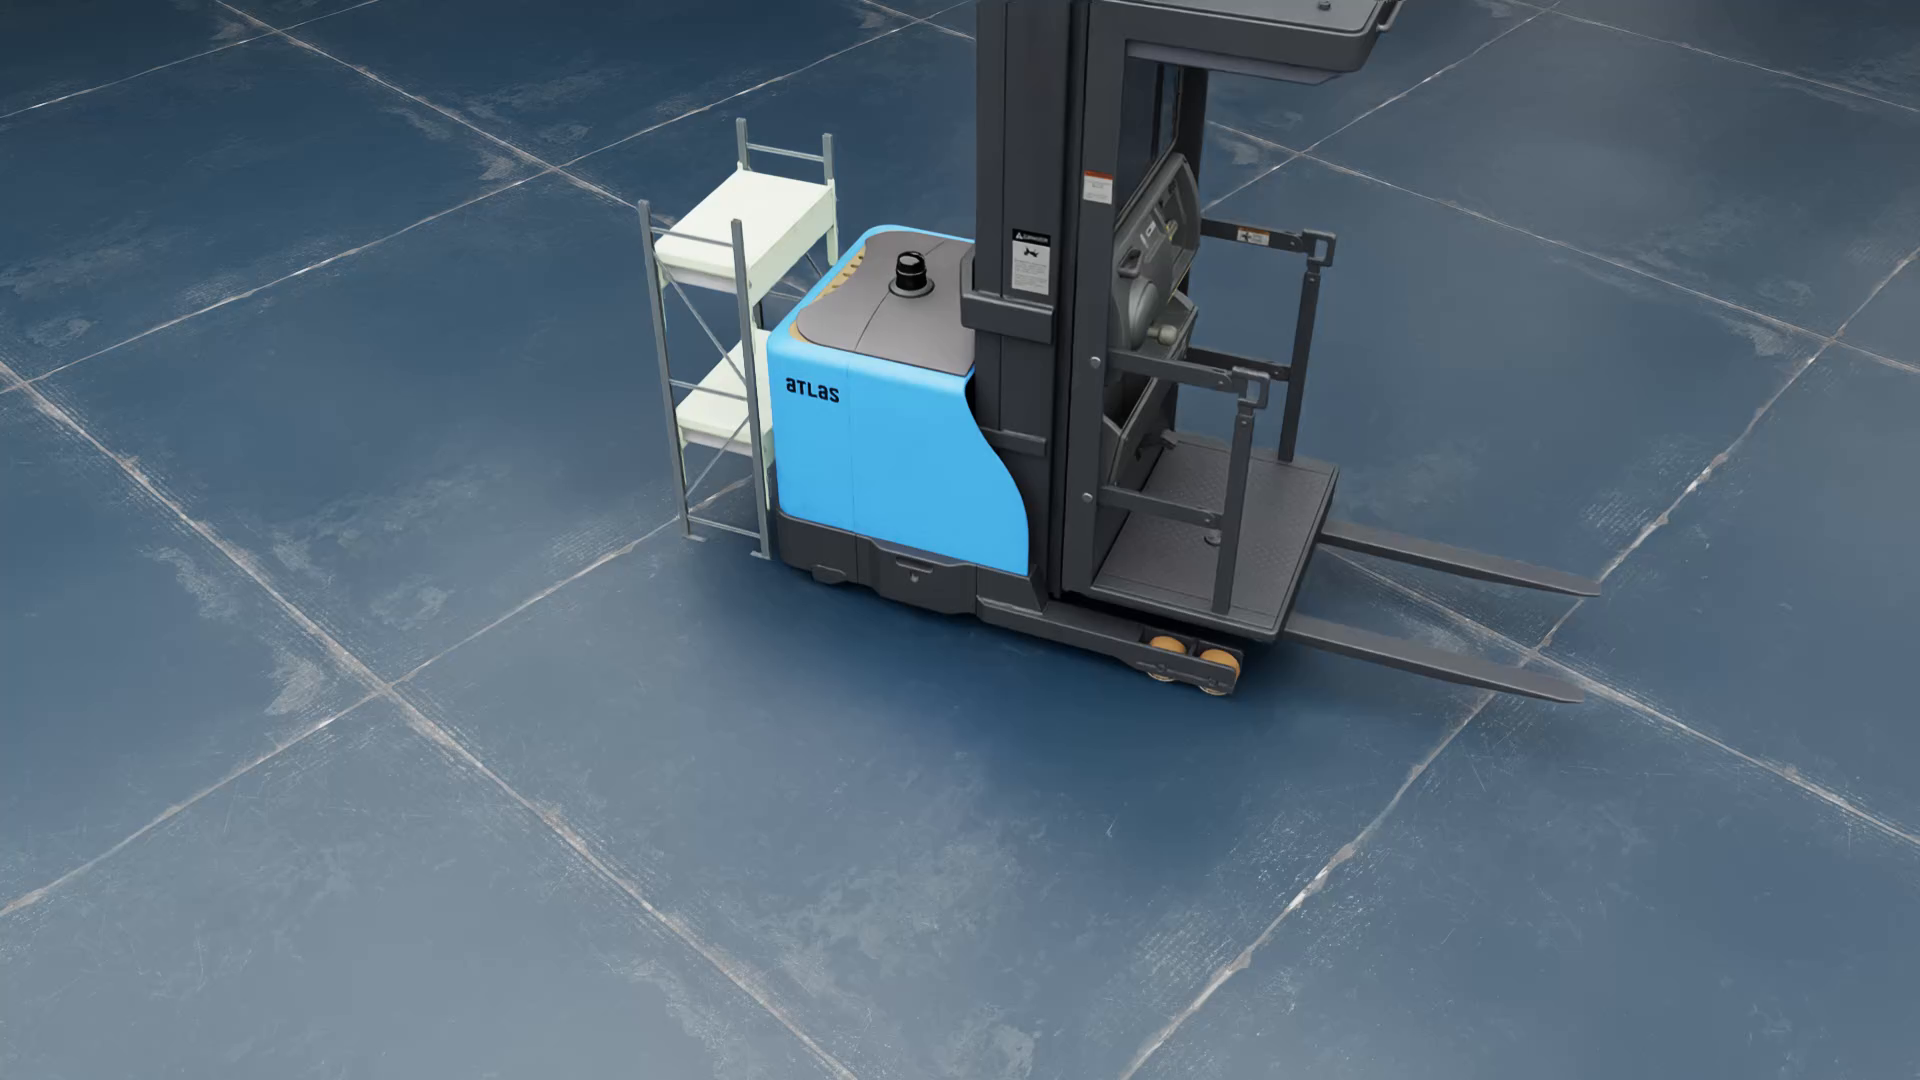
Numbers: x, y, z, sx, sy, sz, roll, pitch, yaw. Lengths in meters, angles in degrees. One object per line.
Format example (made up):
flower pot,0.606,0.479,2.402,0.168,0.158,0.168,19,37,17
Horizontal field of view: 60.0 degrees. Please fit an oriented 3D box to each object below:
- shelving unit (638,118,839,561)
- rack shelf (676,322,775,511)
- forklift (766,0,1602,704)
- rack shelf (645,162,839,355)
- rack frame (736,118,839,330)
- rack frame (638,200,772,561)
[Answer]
shelving unit,-0.805,-0.769,6.512,0.431,1.500,0.755,14,41,17
rack shelf,-0.805,-0.514,6.715,0.431,0.370,0.720,14,41,17
forklift,0.855,-0.961,5.603,3.031,2.935,1.130,14,41,17
rack shelf,-0.805,-1.074,6.269,0.431,0.370,0.720,14,41,17
rack frame,-0.668,-0.980,6.778,0.400,1.500,0.023,14,41,17
rack frame,-0.941,-0.558,6.246,0.400,1.500,0.023,14,41,17
